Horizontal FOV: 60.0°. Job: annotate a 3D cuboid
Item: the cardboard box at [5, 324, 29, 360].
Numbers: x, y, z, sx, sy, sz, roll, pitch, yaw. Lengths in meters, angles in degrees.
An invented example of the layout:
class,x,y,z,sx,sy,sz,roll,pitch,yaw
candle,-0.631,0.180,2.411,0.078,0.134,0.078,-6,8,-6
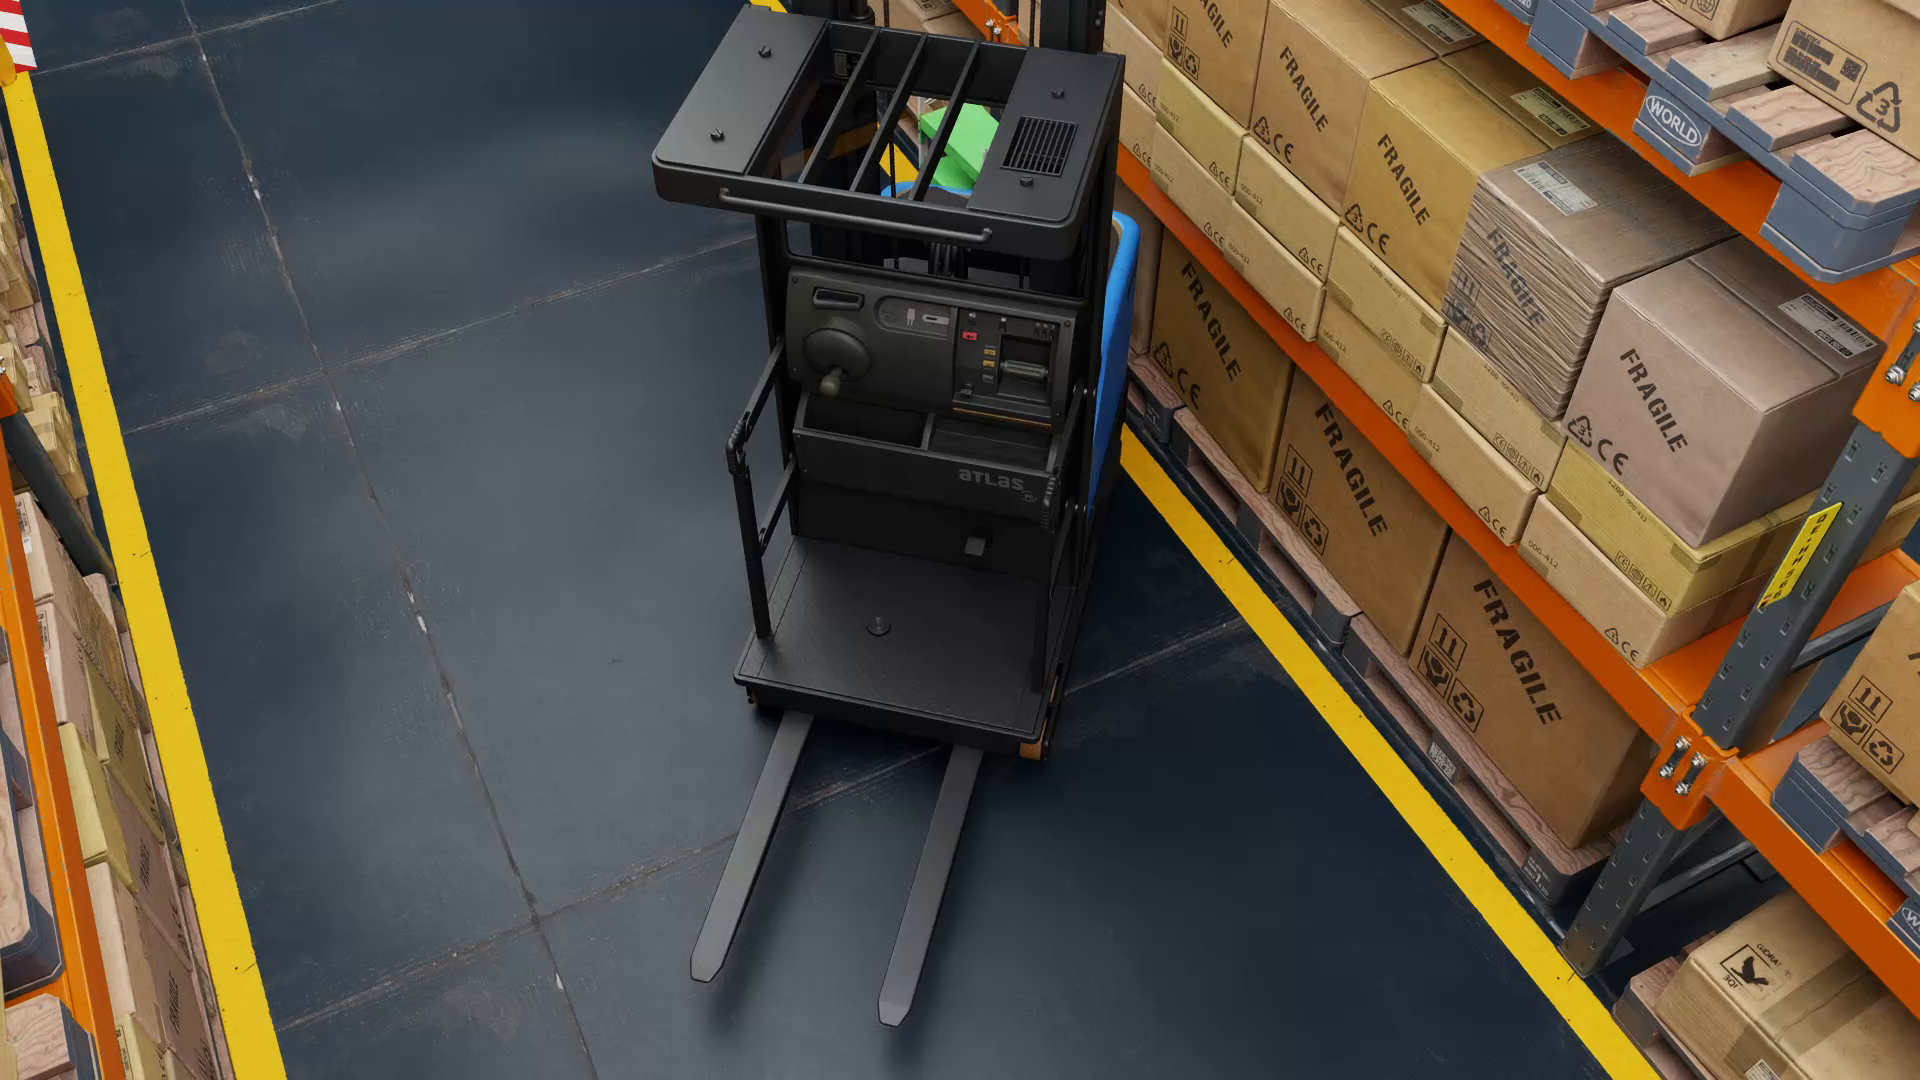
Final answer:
class,x,y,z,sx,sy,sz,roll,pitch,yaw
cardboard box,-4.077,-0.710,6.886,0.380,0.149,0.250,-22,52,-18

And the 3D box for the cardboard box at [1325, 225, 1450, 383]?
class,x,y,z,sx,sy,sz,roll,pitch,yaw
cardboard box,1.493,-0.802,5.119,0.500,0.250,0.500,-22,53,-18

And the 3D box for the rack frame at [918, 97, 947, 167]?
class,x,y,z,sx,sy,sz,roll,pitch,yaw
rack frame,-0.063,-1.455,7.118,0.240,1.200,0.015,-25,53,-20

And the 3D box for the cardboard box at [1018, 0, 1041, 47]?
class,x,y,z,sx,sy,sz,roll,pitch,yaw
cardboard box,0.568,-2.015,6.512,0.500,0.250,0.500,-22,52,-18

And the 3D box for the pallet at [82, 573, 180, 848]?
class,x,y,z,sx,sy,sz,roll,pitch,yaw
pallet,-3.397,0.762,5.836,1.003,0.211,1.213,-21,52,-18

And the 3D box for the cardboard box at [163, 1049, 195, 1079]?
class,x,y,z,sx,sy,sz,roll,pitch,yaw
cardboard box,-2.254,1.788,4.467,0.500,0.500,0.500,-21,52,-17

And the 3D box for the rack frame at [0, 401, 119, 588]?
class,x,y,z,sx,sy,sz,roll,pitch,yaw
rack frame,-3.754,-0.677,5.242,1.000,3.000,0.127,-21,52,-18

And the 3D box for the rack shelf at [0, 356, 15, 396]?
class,x,y,z,sx,sy,sz,roll,pitch,yaw
rack shelf,-4.669,-1.779,6.683,1.077,0.370,4.000,-21,52,-18

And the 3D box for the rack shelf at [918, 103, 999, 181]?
class,x,y,z,sx,sy,sz,roll,pitch,yaw
rack shelf,0.066,-1.573,6.668,0.258,0.148,0.480,-25,53,-20

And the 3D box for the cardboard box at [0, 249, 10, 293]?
class,x,y,z,sx,sy,sz,roll,pitch,yaw
cardboard box,-4.144,-1.097,6.829,0.380,0.149,0.250,-20,52,-17

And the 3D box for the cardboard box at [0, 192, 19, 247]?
class,x,y,z,sx,sy,sz,roll,pitch,yaw
cardboard box,-4.350,-1.355,7.252,0.380,0.149,0.250,-21,52,-17

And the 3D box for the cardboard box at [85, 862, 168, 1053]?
class,x,y,z,sx,sy,sz,roll,pitch,yaw
cardboard box,-2.471,1.218,4.468,0.500,0.250,0.500,-21,52,-17

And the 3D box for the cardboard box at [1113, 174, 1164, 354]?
class,x,y,z,sx,sy,sz,roll,pitch,yaw
cardboard box,0.956,-1.501,7.095,0.875,0.875,0.875,-20,52,-16

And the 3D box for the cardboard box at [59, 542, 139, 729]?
class,x,y,z,sx,sy,sz,roll,pitch,yaw
cardboard box,-3.192,0.416,5.667,0.500,0.500,0.500,-22,52,-18

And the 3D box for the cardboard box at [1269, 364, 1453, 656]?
class,x,y,z,sx,sy,sz,roll,pitch,yaw
cardboard box,1.785,-0.301,6.045,0.875,0.875,0.875,-21,52,-17

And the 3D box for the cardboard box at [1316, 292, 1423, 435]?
class,x,y,z,sx,sy,sz,roll,pitch,yaw
cardboard box,1.505,-0.651,5.319,0.500,0.250,0.500,-22,52,-18

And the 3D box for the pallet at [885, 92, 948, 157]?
class,x,y,z,sx,sy,sz,roll,pitch,yaw
pallet,0.322,-2.067,8.311,1.003,0.211,1.213,-21,52,-18

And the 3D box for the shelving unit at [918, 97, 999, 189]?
class,x,y,z,sx,sy,sz,roll,pitch,yaw
shelving unit,0.066,-1.299,6.981,0.258,1.200,0.503,-25,53,-20

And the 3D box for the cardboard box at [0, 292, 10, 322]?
class,x,y,z,sx,sy,sz,roll,pitch,yaw
cardboard box,-4.201,-0.990,6.933,0.380,0.149,0.250,-19,51,-16

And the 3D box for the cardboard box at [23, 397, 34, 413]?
class,x,y,z,sx,sy,sz,roll,pitch,yaw
cardboard box,-3.831,-0.466,6.475,0.380,0.149,0.250,-21,52,-17

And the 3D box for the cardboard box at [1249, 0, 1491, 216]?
class,x,y,z,sx,sy,sz,roll,pitch,yaw
cardboard box,1.274,-1.407,5.150,0.500,0.500,0.500,-22,52,-18

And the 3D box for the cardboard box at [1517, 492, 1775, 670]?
class,x,y,z,sx,sy,sz,roll,pitch,yaw
cardboard box,1.969,0.028,4.725,0.500,0.250,0.500,-23,53,-19

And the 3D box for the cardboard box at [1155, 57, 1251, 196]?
class,x,y,z,sx,sy,sz,roll,pitch,yaw
cardboard box,1.022,-1.487,5.718,0.500,0.250,0.500,-21,52,-17

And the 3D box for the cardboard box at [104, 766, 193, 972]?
class,x,y,z,sx,sy,sz,roll,pitch,yaw
cardboard box,-2.726,1.105,5.065,0.500,0.500,0.500,-22,52,-18

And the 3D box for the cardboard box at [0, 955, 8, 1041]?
class,x,y,z,sx,sy,sz,roll,pitch,yaw
cardboard box,-2.321,1.036,3.632,0.380,0.149,0.250,-19,51,-16

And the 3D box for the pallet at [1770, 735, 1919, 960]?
class,x,y,z,sx,sy,sz,roll,pitch,yaw
pallet,2.852,0.731,4.138,1.213,0.211,1.003,-21,52,-18

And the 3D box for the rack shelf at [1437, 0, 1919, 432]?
class,x,y,z,sx,sy,sz,roll,pitch,yaw
rack shelf,1.516,-1.862,4.763,1.077,0.370,4.000,-21,52,-18

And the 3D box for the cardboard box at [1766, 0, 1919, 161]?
class,x,y,z,sx,sy,sz,roll,pitch,yaw
cardboard box,2.125,-1.133,3.300,0.797,0.503,0.637,-24,53,-20

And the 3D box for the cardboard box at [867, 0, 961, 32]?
class,x,y,z,sx,sy,sz,roll,pitch,yaw
cardboard box,-0.001,-2.800,8.522,0.875,0.438,0.875,-23,53,-19

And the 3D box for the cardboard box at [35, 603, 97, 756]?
class,x,y,z,sx,sy,sz,roll,pitch,yaw
cardboard box,-2.965,0.521,5.078,0.500,0.250,0.500,-19,51,-16

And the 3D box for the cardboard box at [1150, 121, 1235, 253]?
class,x,y,z,sx,sy,sz,roll,pitch,yaw
cardboard box,1.026,-1.321,5.904,0.500,0.250,0.500,-22,52,-18

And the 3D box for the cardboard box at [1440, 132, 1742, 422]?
class,x,y,z,sx,sy,sz,roll,pitch,yaw
cardboard box,1.720,-0.731,4.559,0.500,0.500,0.500,-20,52,-17

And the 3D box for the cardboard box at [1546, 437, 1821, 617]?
class,x,y,z,sx,sy,sz,roll,pitch,yaw
cardboard box,1.984,-0.124,4.526,0.500,0.250,0.500,-21,52,-18

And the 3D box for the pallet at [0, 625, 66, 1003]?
class,x,y,z,sx,sy,sz,roll,pitch,yaw
pallet,-2.866,0.753,4.119,1.003,0.211,1.213,-21,52,-18

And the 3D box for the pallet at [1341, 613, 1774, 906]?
class,x,y,z,sx,sy,sz,roll,pitch,yaw
pallet,2.138,0.592,5.985,1.003,0.211,1.213,-21,52,-18

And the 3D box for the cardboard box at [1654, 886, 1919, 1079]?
class,x,y,z,sx,sy,sz,roll,pitch,yaw
cardboard box,2.681,1.336,4.948,0.950,0.372,0.625,-24,53,-20

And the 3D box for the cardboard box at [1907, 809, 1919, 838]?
class,x,y,z,sx,sy,sz,roll,pitch,yaw
cardboard box,2.514,0.654,3.965,0.380,0.149,0.250,-24,53,-20

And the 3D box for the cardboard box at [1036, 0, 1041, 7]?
class,x,y,z,sx,sy,sz,roll,pitch,yaw
cardboard box,0.551,-2.173,6.318,0.500,0.250,0.500,-23,53,-19

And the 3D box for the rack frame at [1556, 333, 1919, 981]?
class,x,y,z,sx,sy,sz,roll,pitch,yaw
rack frame,2.431,0.228,4.451,1.000,3.000,0.127,-21,52,-18

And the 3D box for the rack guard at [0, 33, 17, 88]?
class,x,y,z,sx,sy,sz,roll,pitch,yaw
rack guard,-5.550,-2.480,8.480,1.175,0.500,0.348,-21,52,-18

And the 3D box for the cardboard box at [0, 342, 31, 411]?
class,x,y,z,sx,sy,sz,roll,pitch,yaw
cardboard box,-3.801,-0.579,6.376,0.380,0.149,0.250,-19,51,-16

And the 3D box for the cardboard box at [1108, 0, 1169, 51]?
class,x,y,z,sx,sy,sz,roll,pitch,yaw
cardboard box,0.804,-2.087,5.745,0.500,0.500,0.500,-21,52,-18

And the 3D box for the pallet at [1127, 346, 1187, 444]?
class,x,y,z,sx,sy,sz,roll,pitch,yaw
pallet,1.021,-1.041,7.413,1.003,0.211,1.213,-21,52,-18

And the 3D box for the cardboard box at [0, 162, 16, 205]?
class,x,y,z,sx,sy,sz,roll,pitch,yaw
cardboard box,-4.609,-1.620,7.682,0.380,0.149,0.250,-23,53,-19

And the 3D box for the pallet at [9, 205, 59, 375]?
class,x,y,z,sx,sy,sz,roll,pitch,yaw
pallet,-4.655,-1.014,7.389,1.003,0.211,1.213,-21,52,-18

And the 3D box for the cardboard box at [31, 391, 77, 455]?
class,x,y,z,sx,sy,sz,roll,pitch,yaw
cardboard box,-3.757,-0.409,6.623,0.380,0.149,0.250,-20,52,-16

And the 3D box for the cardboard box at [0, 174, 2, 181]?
class,x,y,z,sx,sy,sz,roll,pitch,yaw
cardboard box,-4.602,-1.707,7.561,0.380,0.149,0.250,-20,52,-17

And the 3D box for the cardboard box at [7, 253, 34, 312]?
class,x,y,z,sx,sy,sz,roll,pitch,yaw
cardboard box,-4.265,-1.085,7.214,0.380,0.149,0.250,-22,53,-18

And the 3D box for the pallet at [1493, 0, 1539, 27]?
class,x,y,z,sx,sy,sz,roll,pitch,yaw
pallet,1.575,-1.858,4.407,1.003,0.211,1.213,-19,51,-16

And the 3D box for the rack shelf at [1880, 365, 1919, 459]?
class,x,y,z,sx,sy,sz,roll,pitch,yaw
rack shelf,3.346,0.815,2.422,1.077,0.370,4.000,-21,52,-18

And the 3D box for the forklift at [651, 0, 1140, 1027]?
class,x,y,z,sx,sy,sz,roll,pitch,yaw
forklift,-0.151,-0.504,5.136,1.130,2.935,3.031,10,50,9
